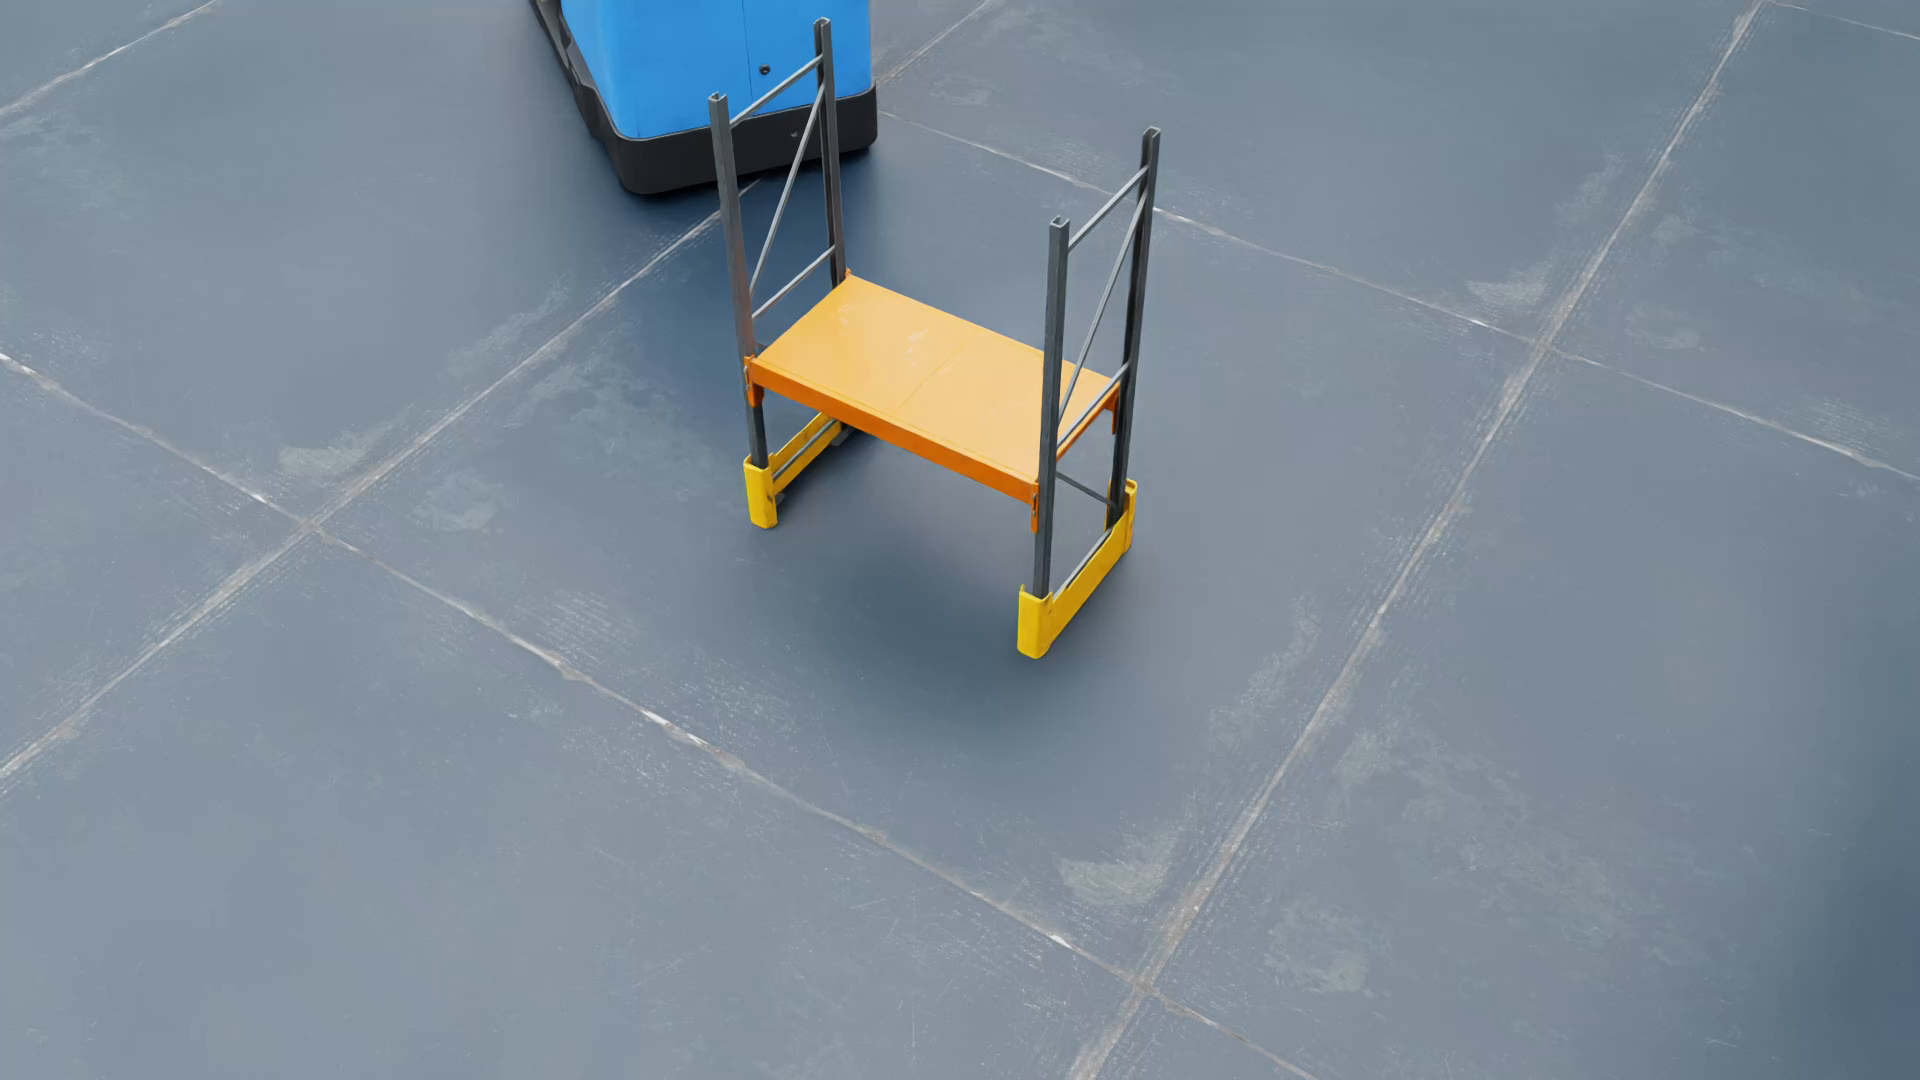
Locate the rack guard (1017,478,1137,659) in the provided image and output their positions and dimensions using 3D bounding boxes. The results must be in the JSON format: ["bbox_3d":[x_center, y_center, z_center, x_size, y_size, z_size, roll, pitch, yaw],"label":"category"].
[{"bbox_3d":[0.355,0.076,5.002,0.087,0.250,0.587,25,51,22],"label":"rack guard"}]

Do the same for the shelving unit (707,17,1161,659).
[{"bbox_3d":[-0.064,-0.552,4.741,1.083,1.500,0.587,25,51,22],"label":"shelving unit"}]

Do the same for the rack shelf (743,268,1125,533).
[{"bbox_3d":[-0.072,-0.430,4.873,1.000,0.185,0.538,25,51,22],"label":"rack shelf"}]

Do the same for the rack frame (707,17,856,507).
[{"bbox_3d":[-0.500,-0.753,4.935,0.032,1.500,0.500,25,51,22],"label":"rack frame"}]

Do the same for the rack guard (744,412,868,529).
[{"bbox_3d":[-0.483,-0.309,5.376,0.087,0.250,0.587,25,51,22],"label":"rack guard"}]

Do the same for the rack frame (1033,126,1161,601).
[{"bbox_3d":[0.356,-0.359,4.553,0.032,1.500,0.500,25,51,22],"label":"rack frame"}]

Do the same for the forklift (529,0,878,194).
[{"bbox_3d":[-1.353,-3.438,6.547,1.130,2.935,3.031,-16,48,-15],"label":"forklift"}]
